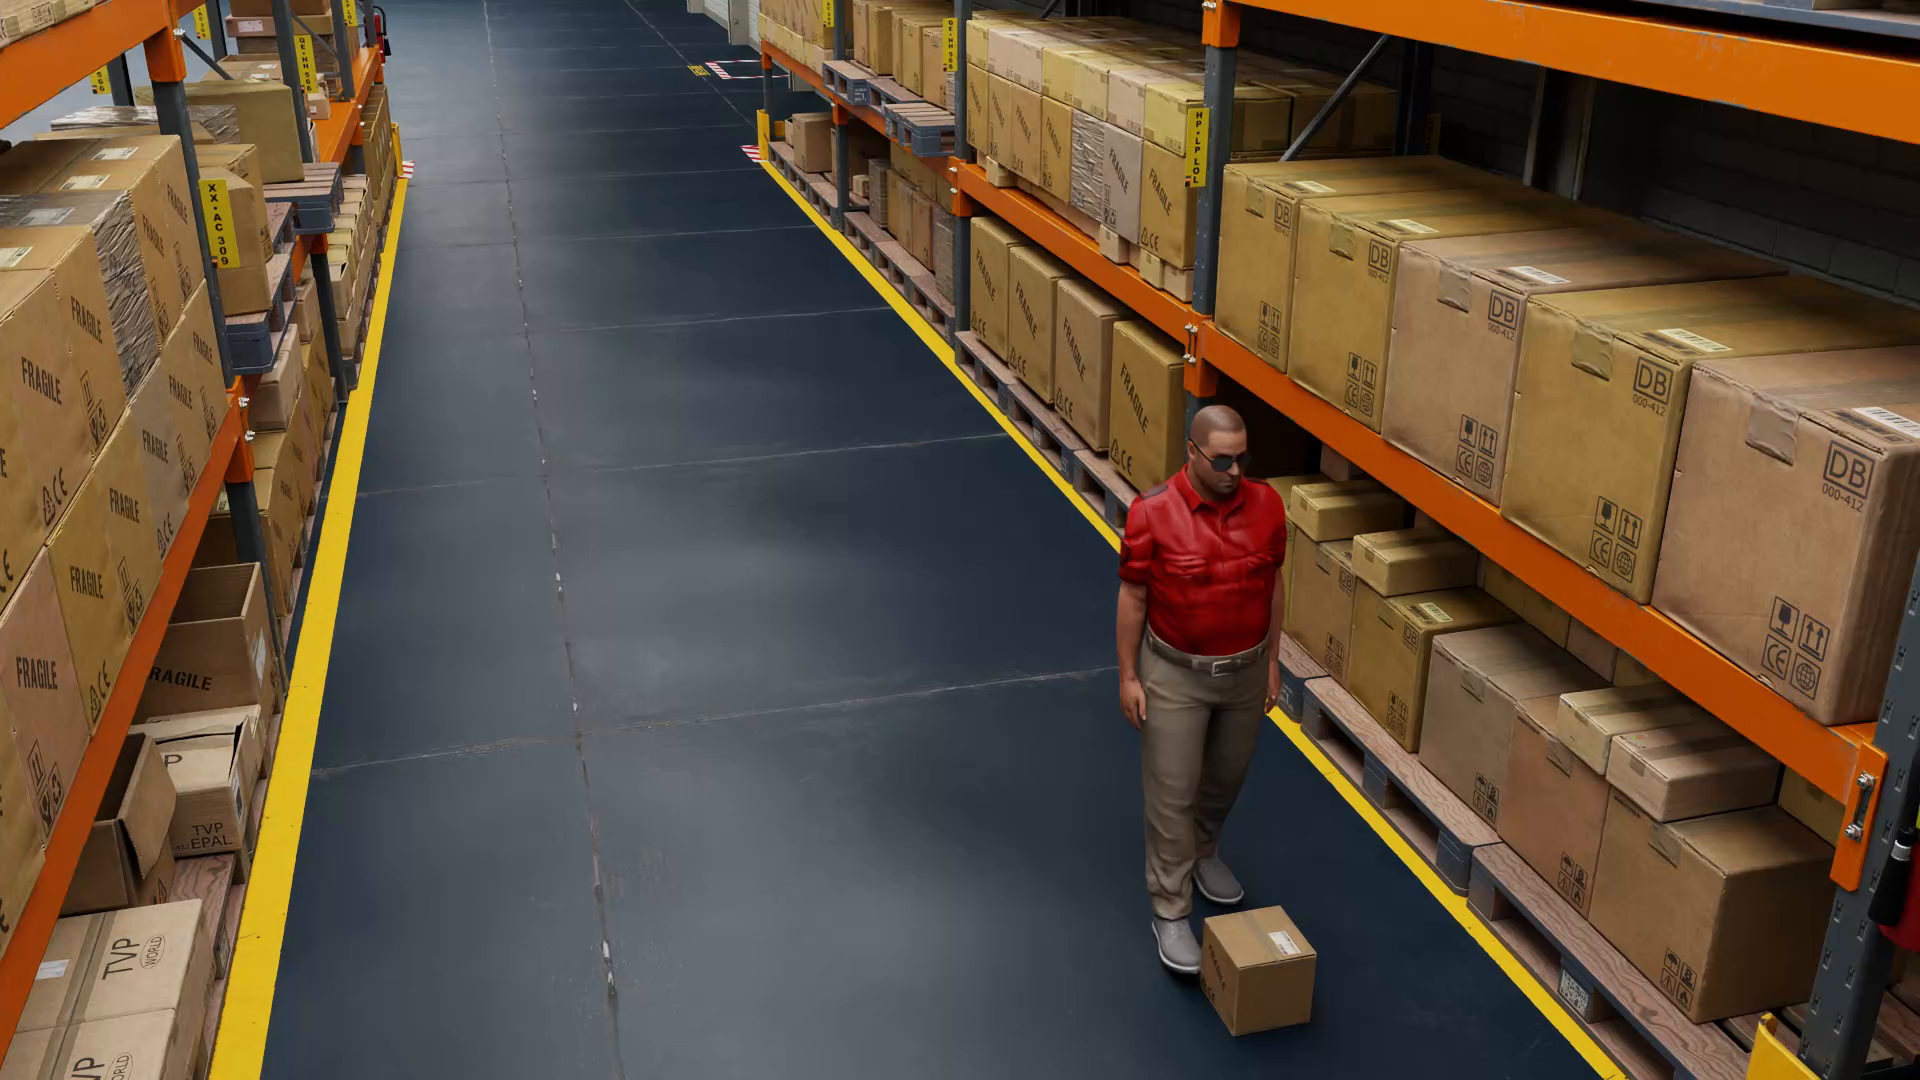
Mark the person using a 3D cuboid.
[{"bbox_3d":[0.766,0.479,5.094,0.550,1.635,0.653,-6,23,-14],"label":"person"}]
